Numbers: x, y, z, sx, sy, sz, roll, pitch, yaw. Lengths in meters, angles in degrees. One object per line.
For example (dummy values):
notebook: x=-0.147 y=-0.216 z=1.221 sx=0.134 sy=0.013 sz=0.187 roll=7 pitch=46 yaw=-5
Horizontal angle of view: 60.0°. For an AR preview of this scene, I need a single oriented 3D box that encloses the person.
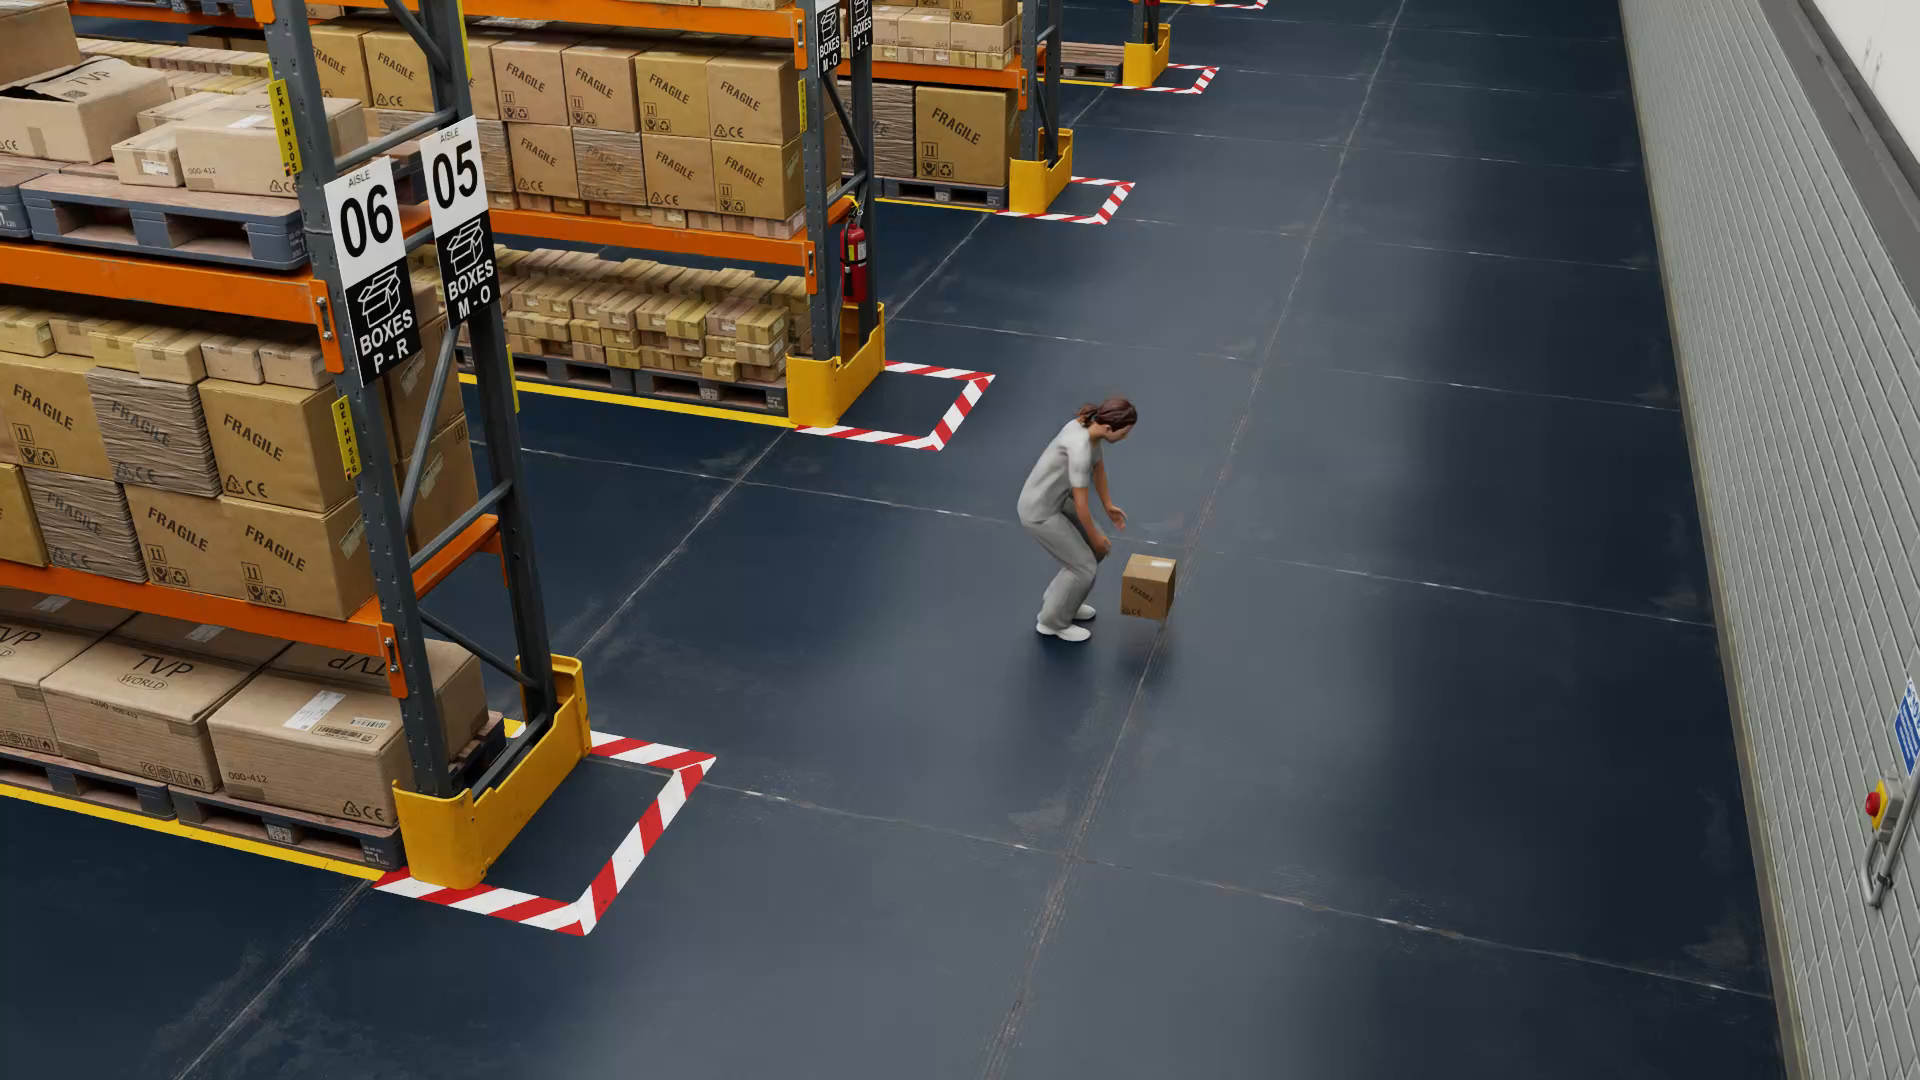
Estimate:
person: x=0.632 y=-0.143 z=9.051 sx=0.614 sy=1.395 sz=0.490 roll=9 pitch=30 yaw=15
